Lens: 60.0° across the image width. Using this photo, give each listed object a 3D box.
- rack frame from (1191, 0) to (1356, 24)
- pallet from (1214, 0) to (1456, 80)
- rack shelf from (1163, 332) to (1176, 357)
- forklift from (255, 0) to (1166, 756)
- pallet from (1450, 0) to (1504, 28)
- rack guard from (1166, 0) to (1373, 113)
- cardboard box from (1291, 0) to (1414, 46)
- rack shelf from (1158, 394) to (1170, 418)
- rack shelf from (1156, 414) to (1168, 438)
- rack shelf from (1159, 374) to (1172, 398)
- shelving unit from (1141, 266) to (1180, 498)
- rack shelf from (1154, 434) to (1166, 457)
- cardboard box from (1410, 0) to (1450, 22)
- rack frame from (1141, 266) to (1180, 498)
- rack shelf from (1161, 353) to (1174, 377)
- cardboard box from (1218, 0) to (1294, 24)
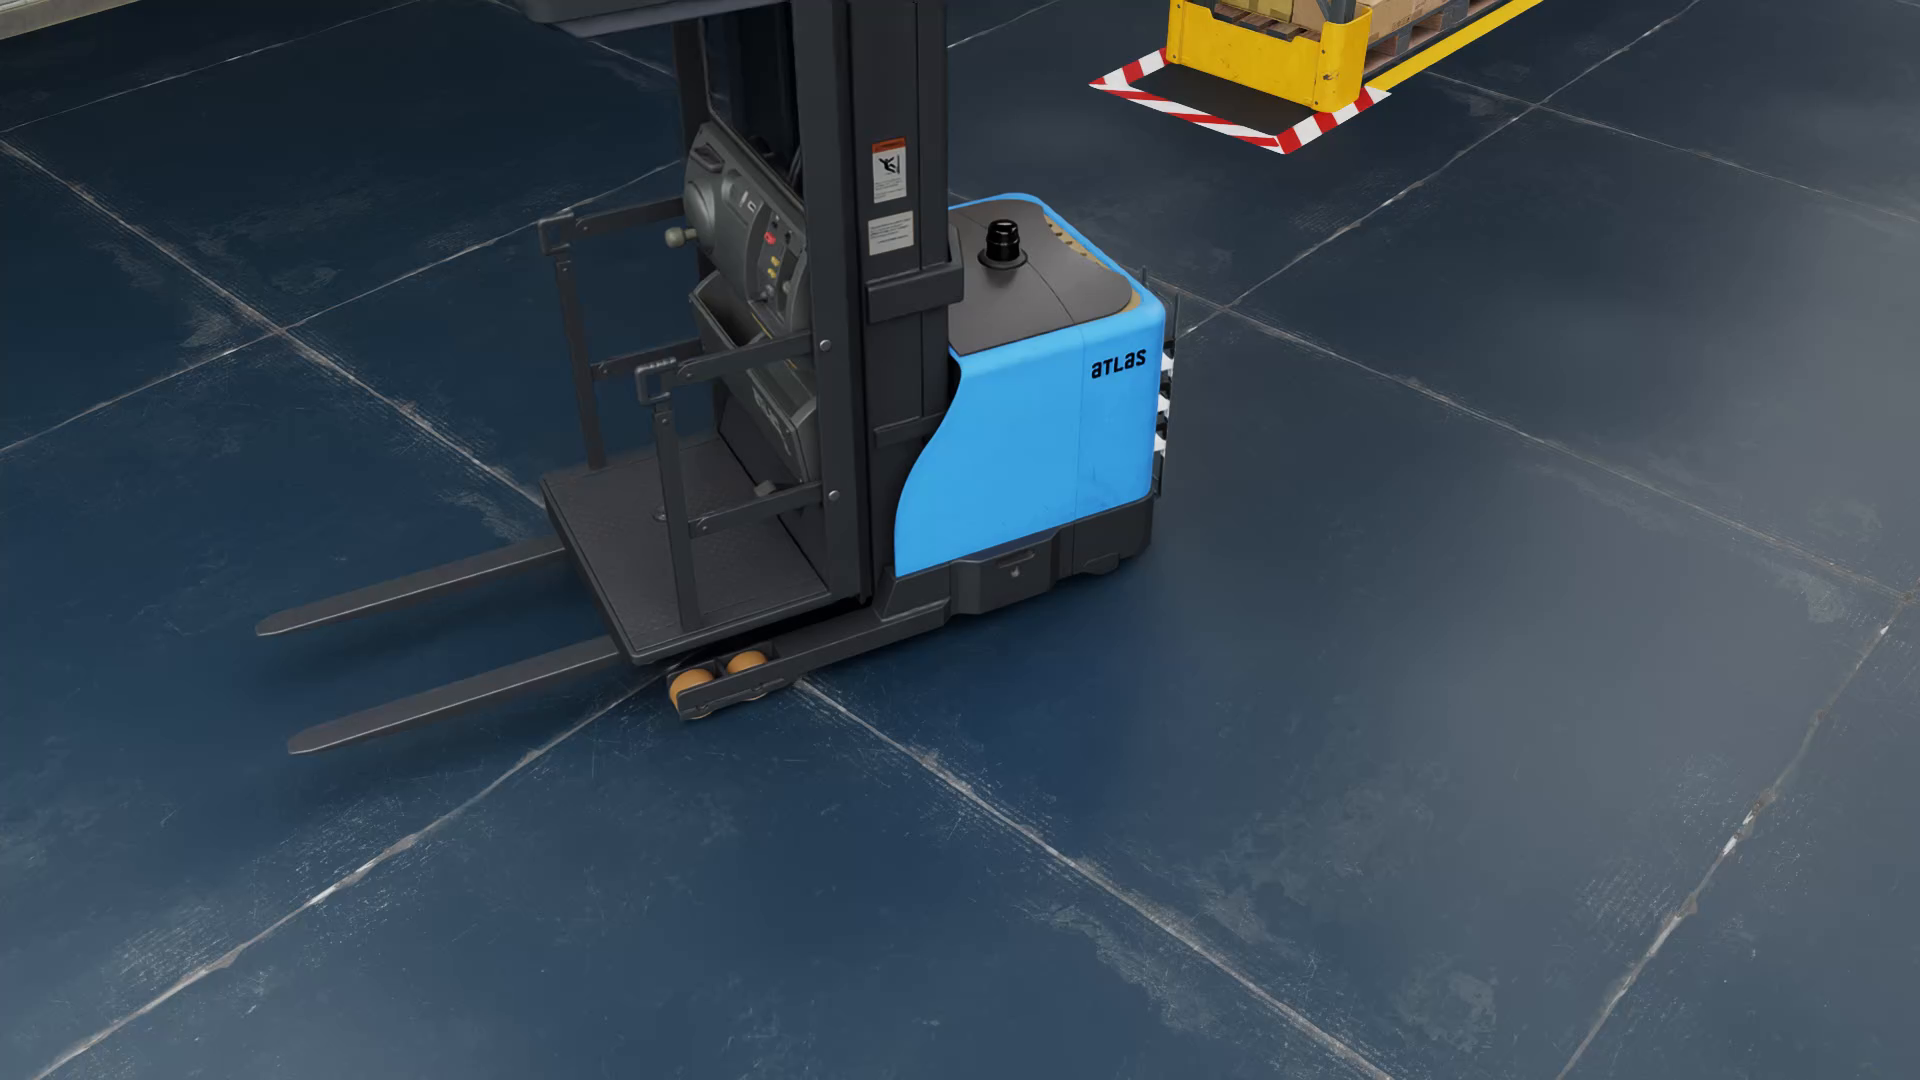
[{"bbox_3d":[1.752,-3.863,8.698,1.000,3.000,0.127,30,47,32],"label":"rack frame"},{"bbox_3d":[2.237,-3.141,10.030,1.003,0.211,1.213,30,47,32],"label":"pallet"},{"bbox_3d":[0.633,-0.738,6.075,0.200,0.077,0.258,-18,42,-21],"label":"rack shelf"},{"bbox_3d":[-0.848,-0.932,5.067,3.031,2.935,1.130,-18,42,-21],"label":"forklift"},{"bbox_3d":[3.060,-3.699,10.732,1.003,0.211,1.213,30,47,32],"label":"pallet"},{"bbox_3d":[1.736,-2.874,9.463,1.175,0.500,0.348,30,47,32],"label":"rack guard"},{"bbox_3d":[2.278,-3.104,9.616,0.500,0.250,0.500,30,47,32],"label":"cardboard box"},{"bbox_3d":[0.633,-0.527,6.243,0.200,0.077,0.258,-18,42,-21],"label":"rack shelf"},{"bbox_3d":[0.633,-0.456,6.299,0.200,0.077,0.258,-18,42,-21],"label":"rack shelf"},{"bbox_3d":[0.633,-0.597,6.187,0.200,0.077,0.258,-18,42,-21],"label":"rack shelf"},{"bbox_3d":[0.633,-0.553,6.222,0.210,0.900,0.258,-18,42,-21],"label":"shelving unit"},{"bbox_3d":[0.633,-0.386,6.355,0.200,0.077,0.258,-18,42,-21],"label":"rack shelf"},{"bbox_3d":[2.612,-3.336,9.907,0.500,0.250,0.500,30,47,32],"label":"cardboard box"},{"bbox_3d":[0.724,-0.582,6.258,0.006,0.900,0.240,-18,42,-21],"label":"rack frame"},{"bbox_3d":[0.633,-0.668,6.131,0.200,0.077,0.258,-18,42,-21],"label":"rack shelf"},{"bbox_3d":[1.895,-3.322,9.889,0.500,0.250,0.500,30,47,32],"label":"cardboard box"}]
